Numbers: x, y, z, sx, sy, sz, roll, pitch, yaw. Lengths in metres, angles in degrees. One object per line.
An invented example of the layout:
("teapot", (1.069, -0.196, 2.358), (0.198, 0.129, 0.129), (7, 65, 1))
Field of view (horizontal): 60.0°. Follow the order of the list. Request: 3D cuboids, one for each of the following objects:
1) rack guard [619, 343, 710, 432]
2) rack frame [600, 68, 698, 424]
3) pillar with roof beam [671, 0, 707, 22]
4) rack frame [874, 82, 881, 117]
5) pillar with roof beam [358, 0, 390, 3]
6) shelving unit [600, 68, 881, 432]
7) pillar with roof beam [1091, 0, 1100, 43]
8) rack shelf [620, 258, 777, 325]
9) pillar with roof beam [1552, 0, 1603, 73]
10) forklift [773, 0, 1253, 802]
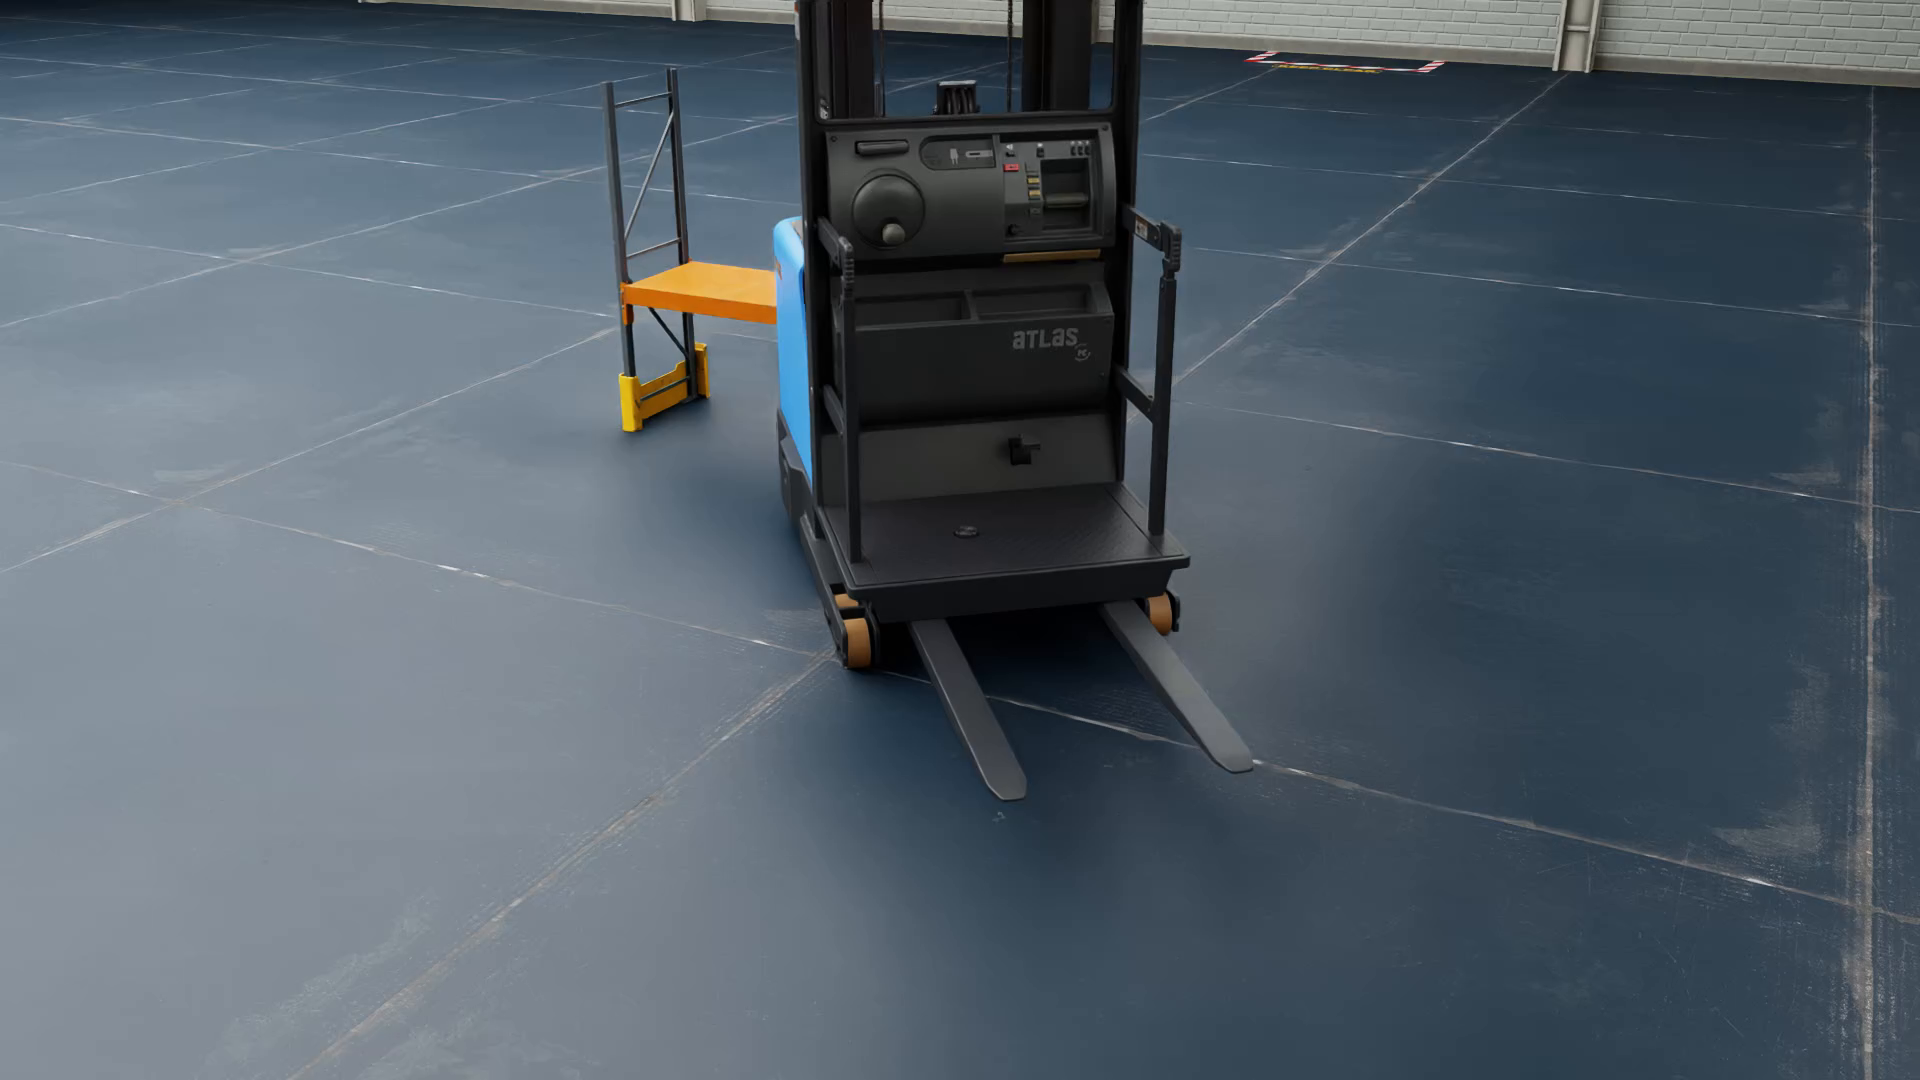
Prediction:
("rack guard", (-1.341, -0.702, 7.579), (0.087, 0.250, 0.587), (11, 25, 24))
("rack frame", (-1.358, -1.280, 7.343), (0.032, 1.500, 0.500), (11, 25, 24))
("pillar with roof beam", (-5.779, -10.029, 18.333), (0.400, 9.000, 9.100), (11, 25, 25))
("rack frame", (-0.446, -1.104, 6.929), (0.032, 1.500, 0.500), (11, 25, 24))
("pillar with roof beam", (-11.134, -11.088, 20.824), (0.400, 9.000, 9.100), (11, 25, 25))
("shelving unit", (-0.894, -1.191, 7.132), (1.083, 1.500, 0.587), (11, 25, 24))
("pillar with roof beam", (-0.425, -8.969, 15.842), (0.400, 9.000, 9.100), (11, 25, 25))
("rack shelf", (-0.902, -1.027, 7.206), (1.000, 0.185, 0.538), (11, 25, 24))
("pillar with roof beam", (4.930, -7.910, 13.351), (0.400, 9.000, 9.100), (11, 25, 25))
("forklift", (0.092, -1.100, 5.091), (1.130, 2.935, 3.031), (-5, 24, -12))
